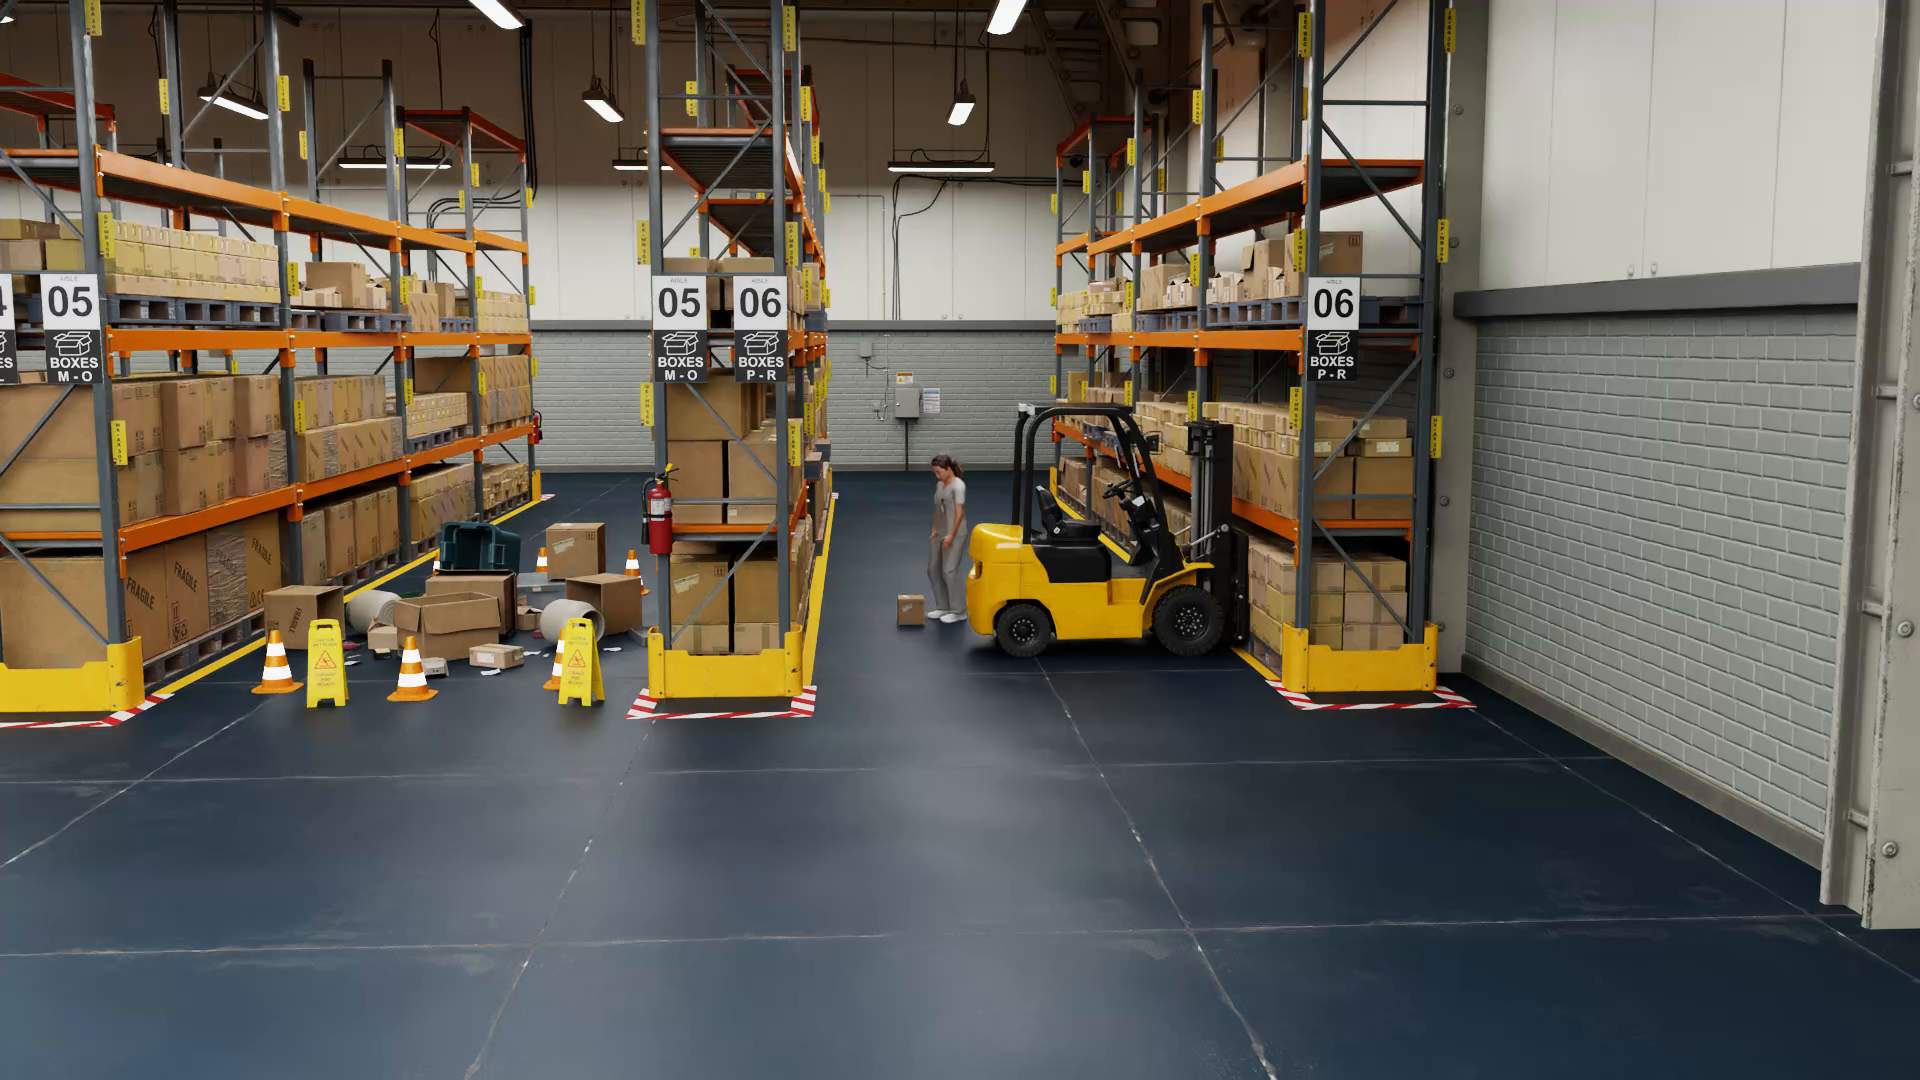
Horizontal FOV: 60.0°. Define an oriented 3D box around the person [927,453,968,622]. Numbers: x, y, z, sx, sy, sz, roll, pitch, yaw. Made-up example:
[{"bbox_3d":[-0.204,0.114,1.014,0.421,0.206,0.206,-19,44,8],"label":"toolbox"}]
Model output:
[{"bbox_3d":[-0.112,-0.030,16.197,0.367,1.637,0.458,-4,8,-31],"label":"person"}]
